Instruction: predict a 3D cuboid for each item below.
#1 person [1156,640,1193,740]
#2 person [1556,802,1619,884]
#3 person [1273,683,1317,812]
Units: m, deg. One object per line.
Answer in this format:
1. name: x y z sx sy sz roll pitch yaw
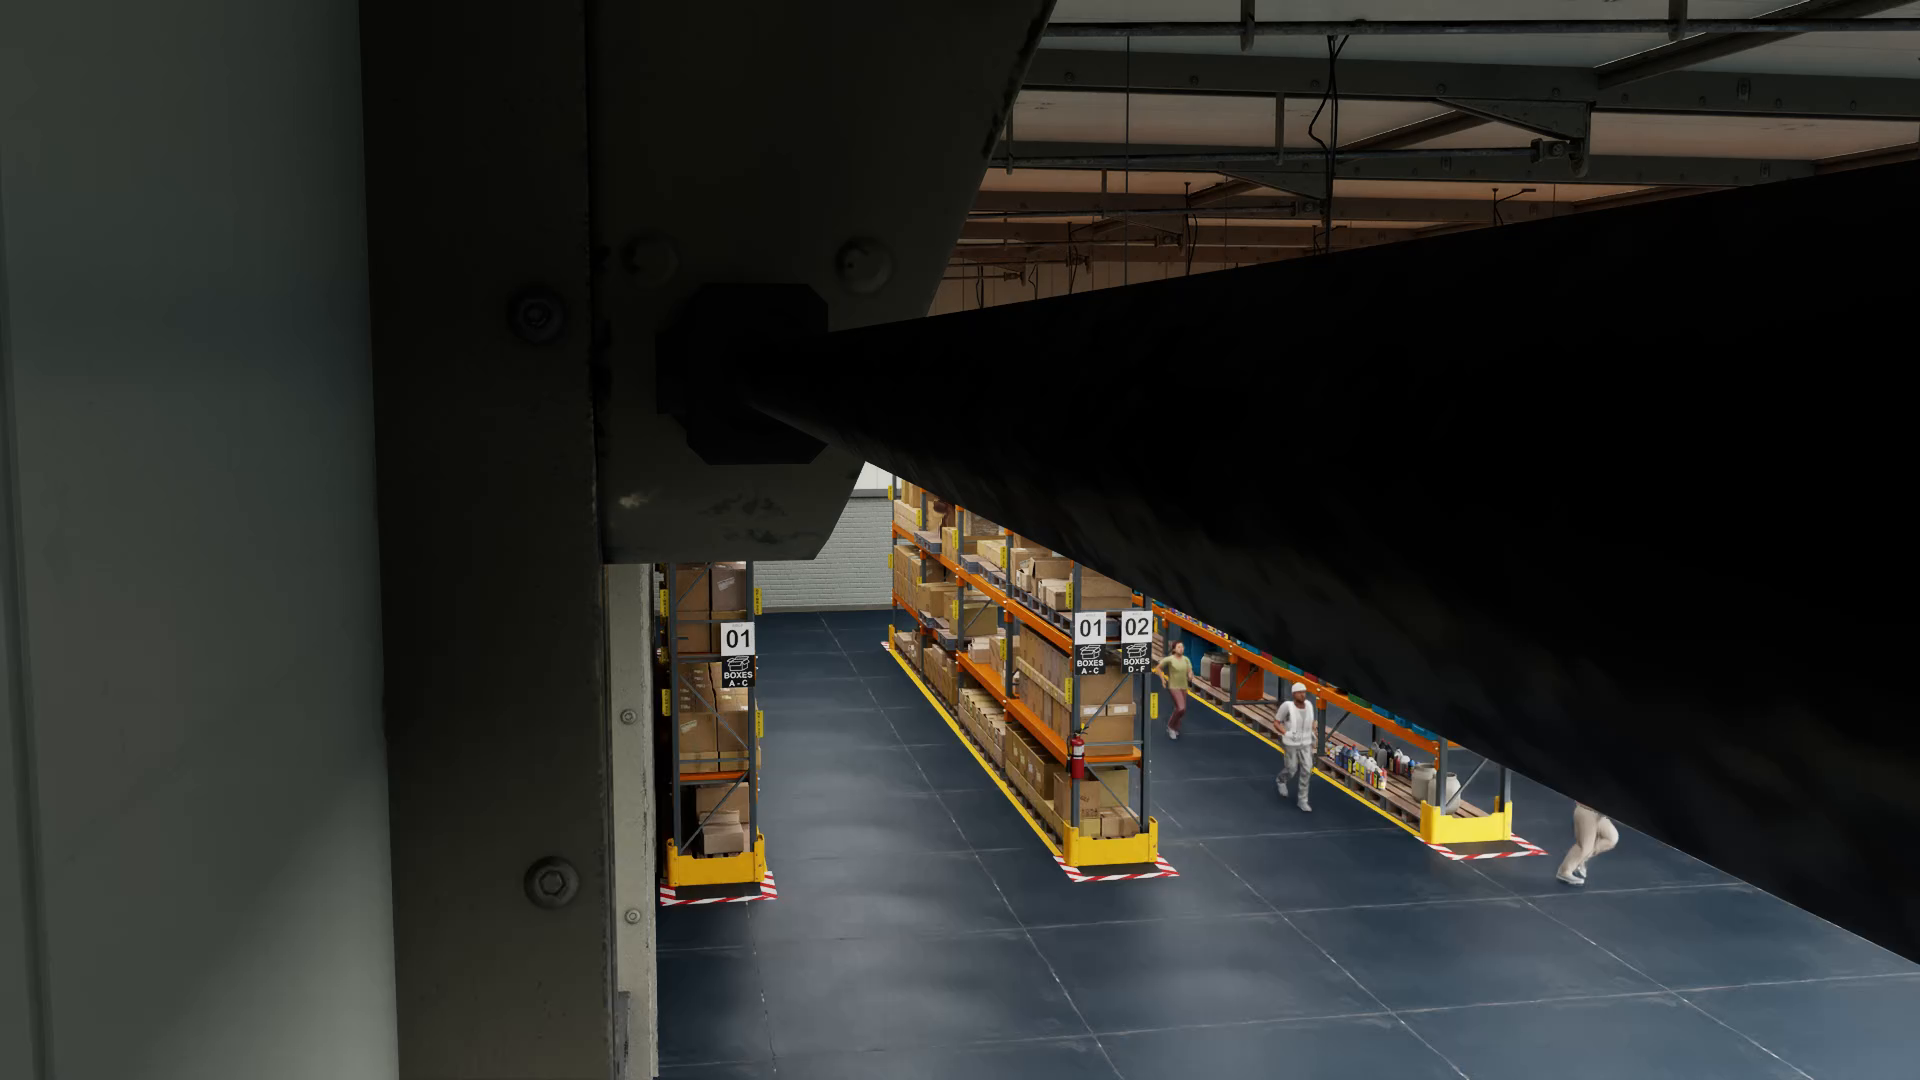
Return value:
1. person: 3.639 2.499 27.772 0.549 1.659 0.656 -3 7 -26
2. person: 7.652 3.320 20.082 0.771 1.682 0.689 4 7 31
3. person: 4.773 2.901 23.638 0.682 1.777 0.885 -1 6 -13
